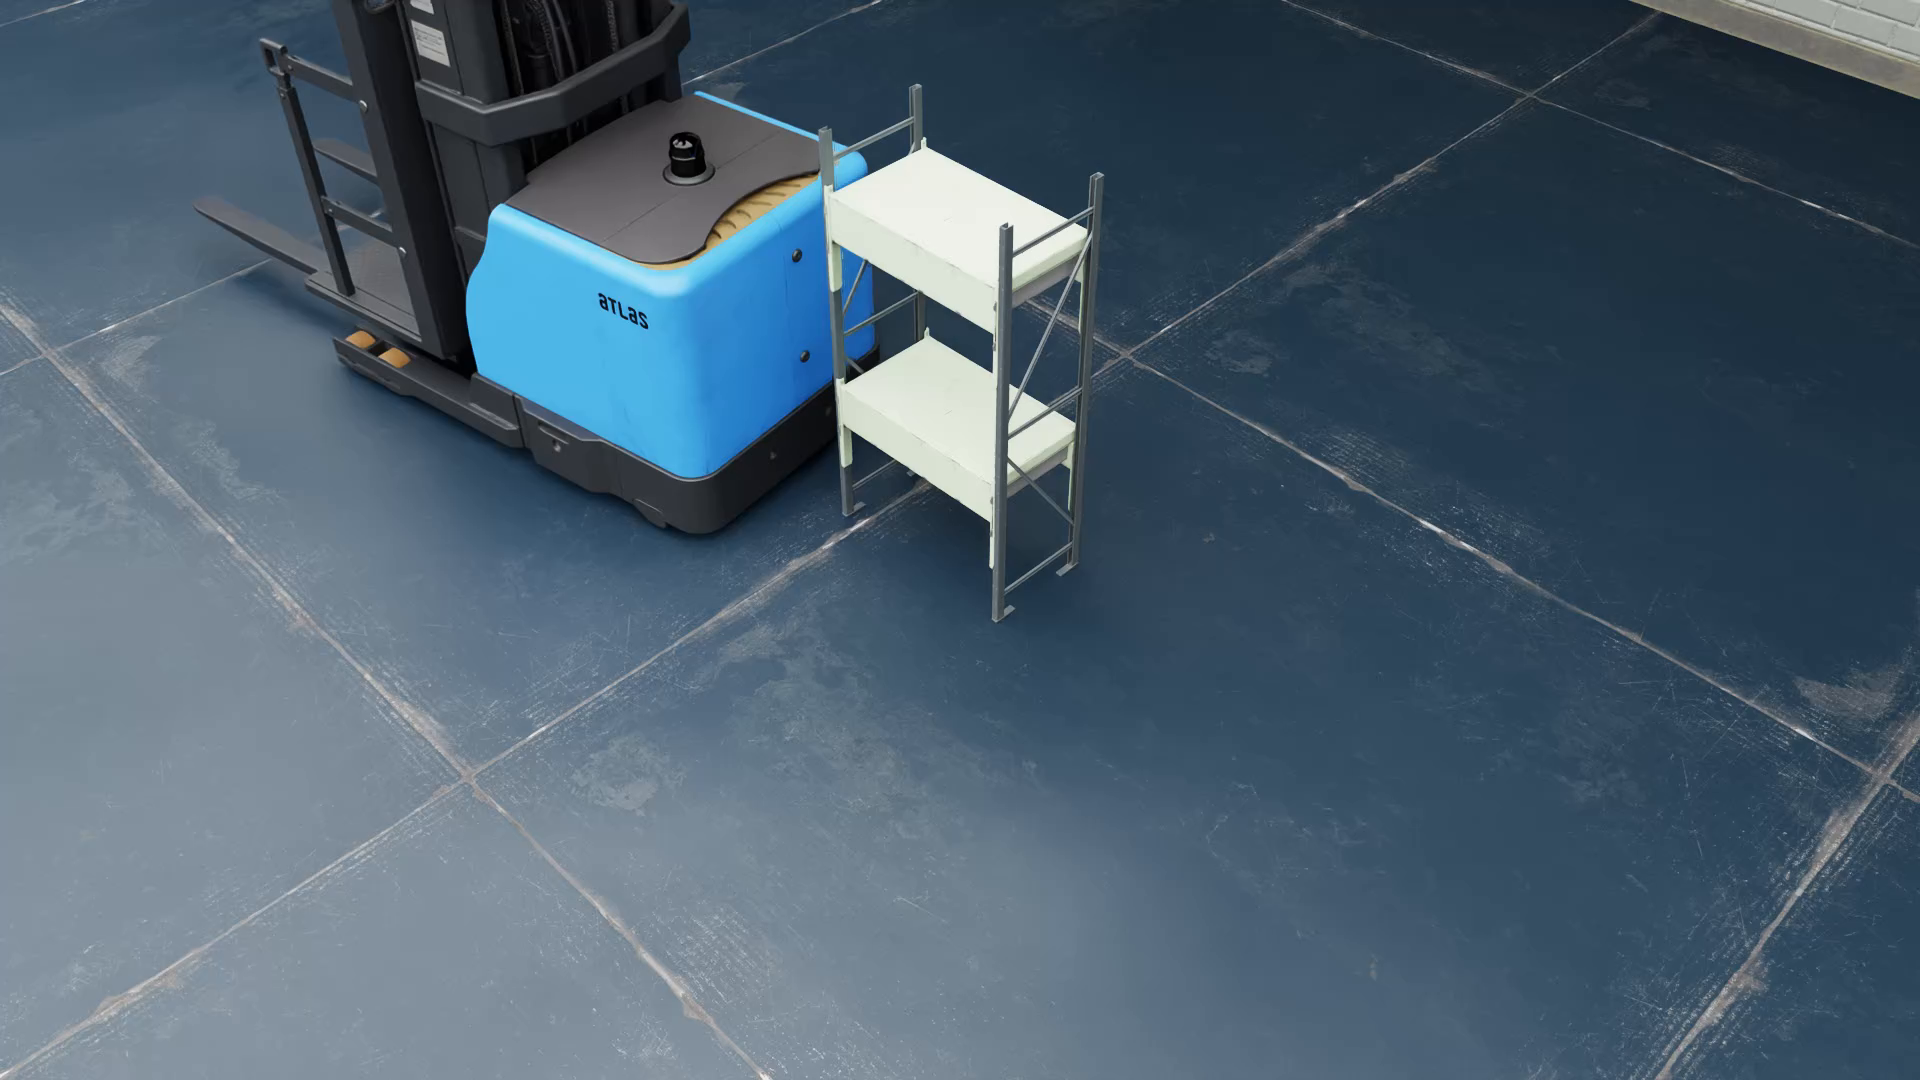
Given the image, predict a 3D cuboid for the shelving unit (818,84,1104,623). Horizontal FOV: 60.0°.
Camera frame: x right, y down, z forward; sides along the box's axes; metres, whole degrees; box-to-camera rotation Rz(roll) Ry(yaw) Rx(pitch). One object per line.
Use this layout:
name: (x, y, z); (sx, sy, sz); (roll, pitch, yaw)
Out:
shelving unit: (-0.005, -0.554, 5.244); (0.431, 1.500, 0.755); (-34, 53, -31)

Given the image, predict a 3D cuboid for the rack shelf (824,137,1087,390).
rack shelf: (-0.005, -0.841, 4.980); (0.431, 0.370, 0.720); (-34, 53, -31)

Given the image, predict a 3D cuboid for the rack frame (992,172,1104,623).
rack frame: (0.254, -0.378, 5.054); (0.400, 1.500, 0.023); (-34, 53, -31)

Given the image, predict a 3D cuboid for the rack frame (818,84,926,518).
rack frame: (-0.263, -0.730, 5.435); (0.400, 1.500, 0.023); (-34, 53, -31)

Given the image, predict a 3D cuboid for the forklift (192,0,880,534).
forklift: (-1.788, -1.904, 5.651); (3.031, 2.935, 1.130); (26, 49, 25)

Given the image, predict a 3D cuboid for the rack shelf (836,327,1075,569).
rack shelf: (-0.005, -0.315, 5.466); (0.431, 0.370, 0.720); (-34, 53, -31)
